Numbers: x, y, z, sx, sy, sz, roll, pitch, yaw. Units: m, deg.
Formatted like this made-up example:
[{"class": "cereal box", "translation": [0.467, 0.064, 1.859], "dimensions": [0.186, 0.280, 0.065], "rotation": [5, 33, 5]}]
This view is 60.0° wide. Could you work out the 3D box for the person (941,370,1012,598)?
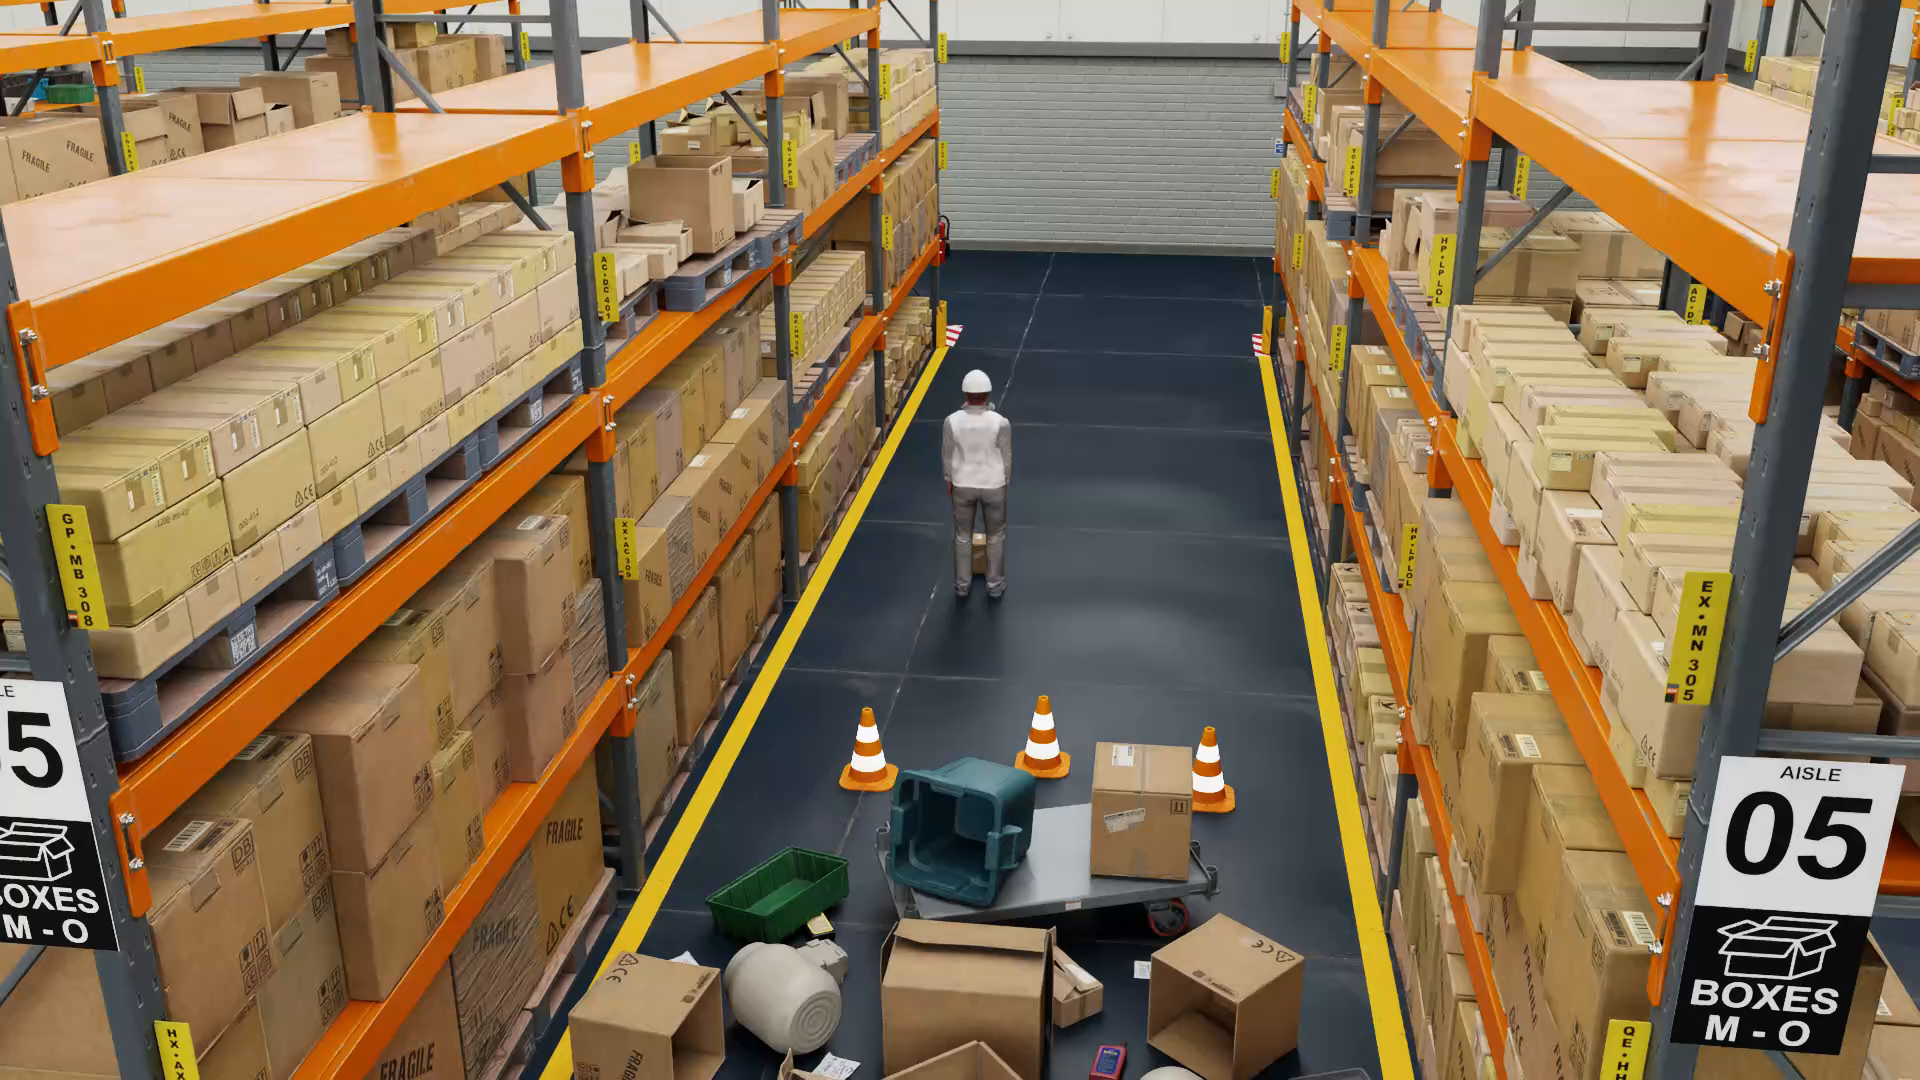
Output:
[{"class": "person", "translation": [0.125, -0.425, 12.596], "dimensions": [0.534, 1.764, 0.355], "rotation": [3, 21, 7]}]
